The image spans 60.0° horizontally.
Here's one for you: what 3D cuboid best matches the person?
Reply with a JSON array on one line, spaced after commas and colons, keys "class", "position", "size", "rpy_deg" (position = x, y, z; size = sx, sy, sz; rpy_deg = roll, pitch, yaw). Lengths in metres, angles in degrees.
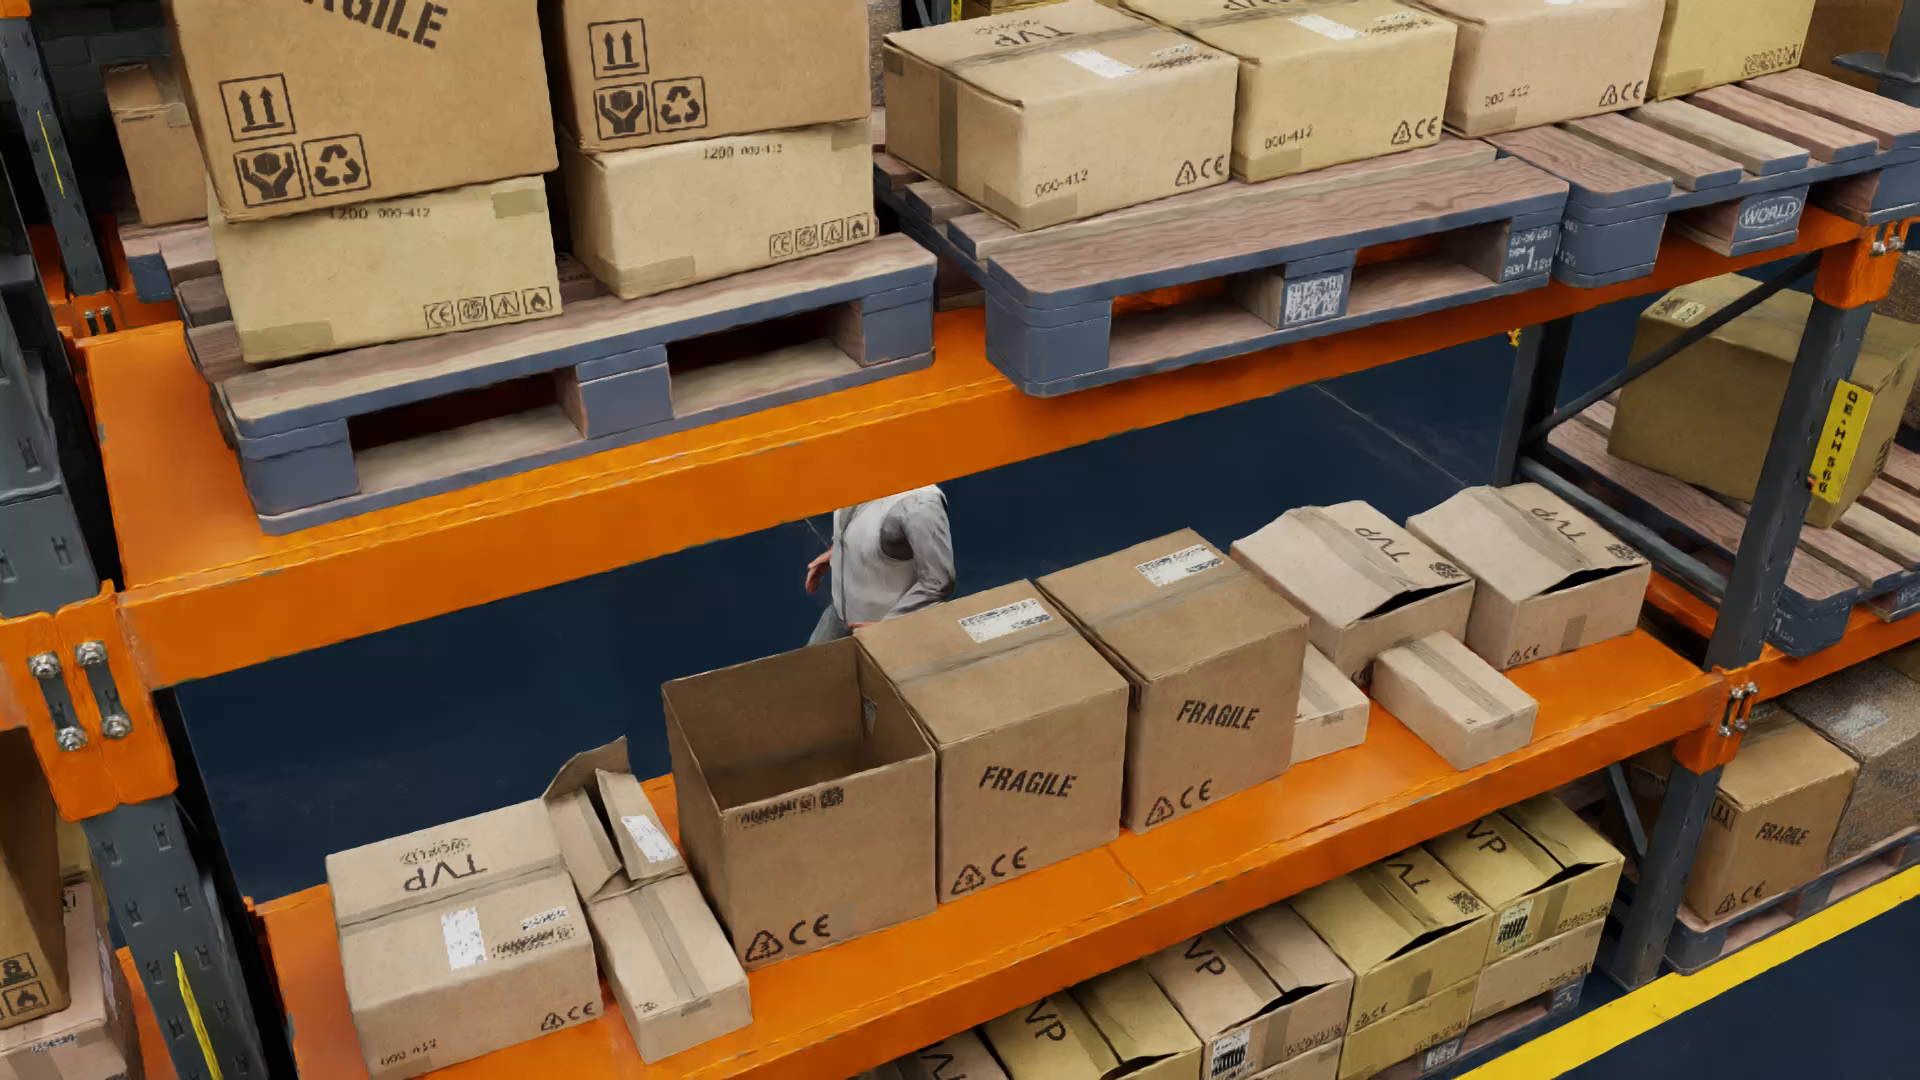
[{"class": "person", "position": [-0.300, 0.265, 5.739], "size": [0.501, 1.744, 0.702], "rpy_deg": [-21, 38, -29]}]
